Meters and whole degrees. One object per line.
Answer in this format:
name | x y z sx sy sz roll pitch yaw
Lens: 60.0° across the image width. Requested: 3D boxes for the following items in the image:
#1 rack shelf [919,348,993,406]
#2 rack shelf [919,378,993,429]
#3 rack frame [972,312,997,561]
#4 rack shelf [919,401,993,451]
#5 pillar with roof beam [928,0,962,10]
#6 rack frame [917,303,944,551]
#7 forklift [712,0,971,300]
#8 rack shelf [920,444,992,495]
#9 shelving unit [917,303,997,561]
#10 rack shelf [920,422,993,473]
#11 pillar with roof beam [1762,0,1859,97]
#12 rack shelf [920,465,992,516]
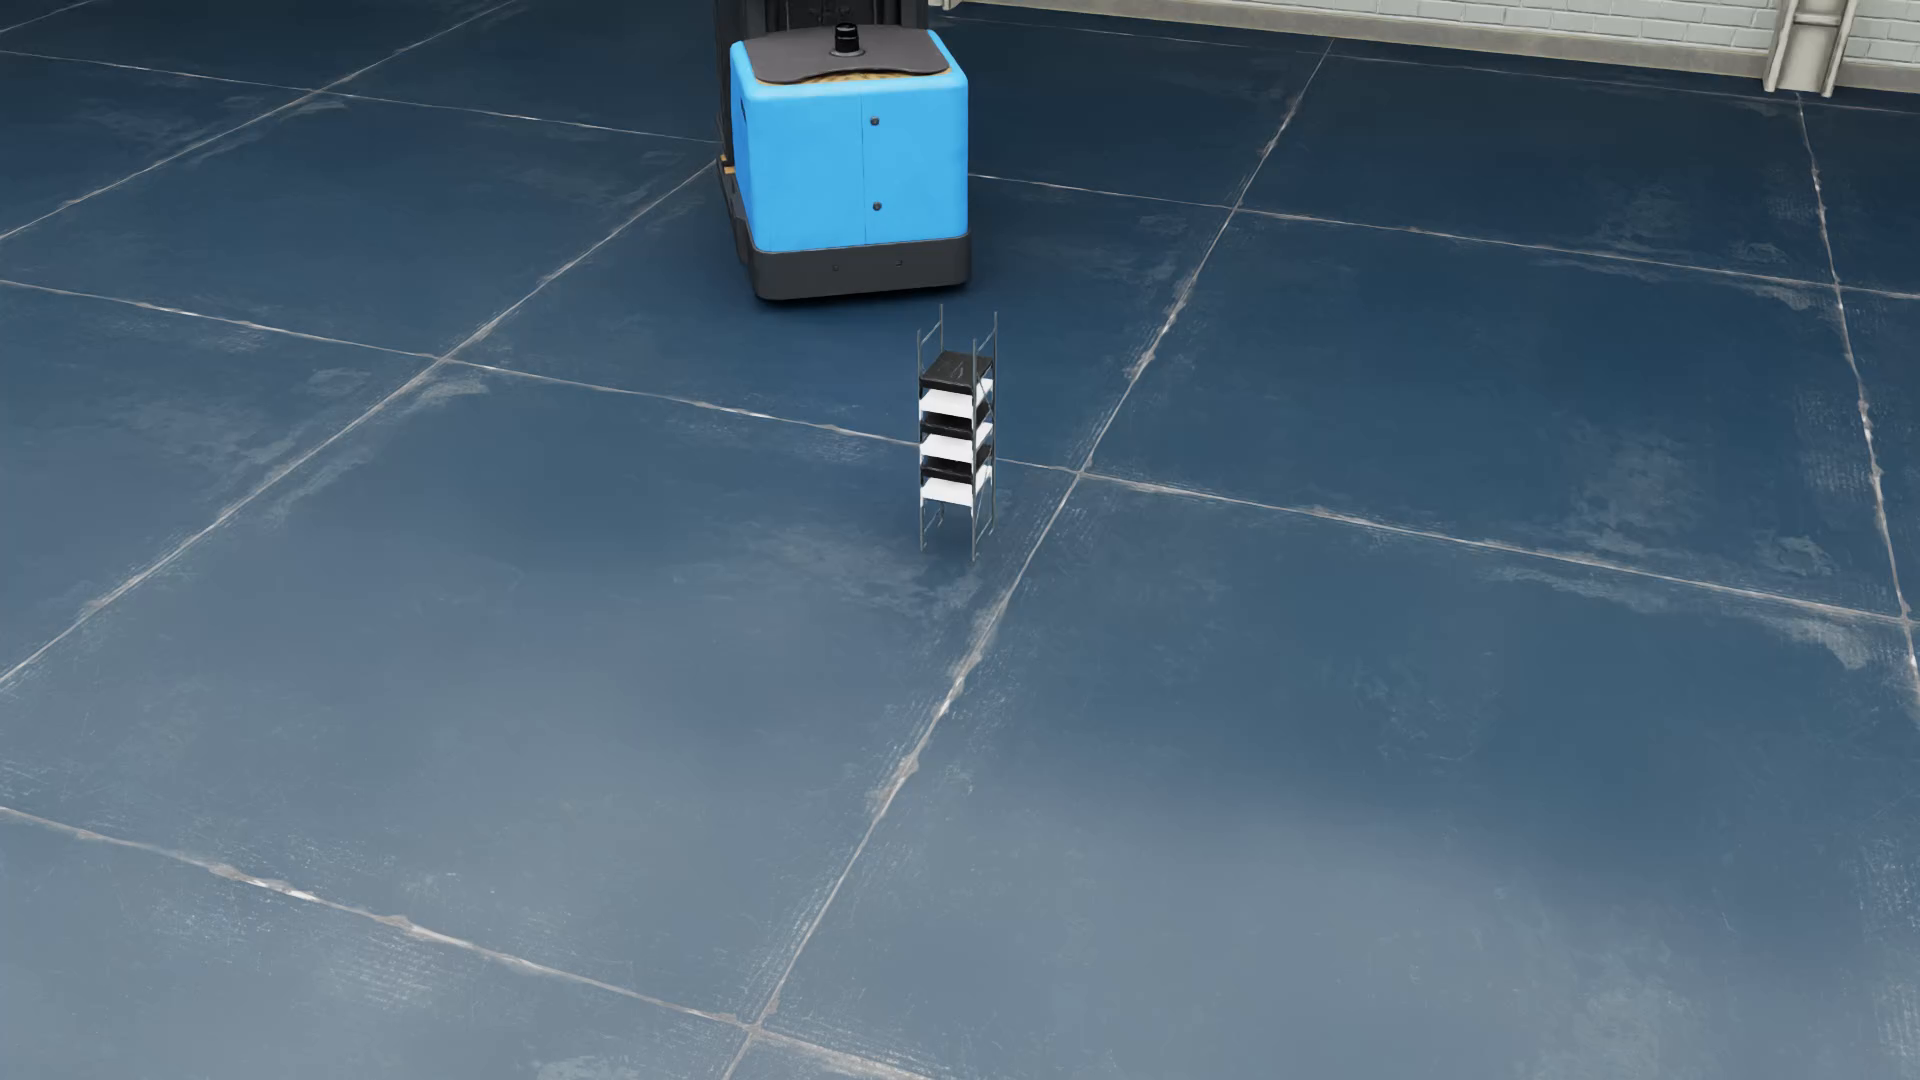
rack shelf | -0.008 -0.578 5.880 0.200 0.077 0.258 11 34 16
rack shelf | -0.008 -0.503 5.929 0.200 0.077 0.258 11 34 16
rack frame | 0.088 -0.361 5.979 0.006 0.900 0.240 11 34 16
rack shelf | -0.008 -0.427 5.977 0.200 0.077 0.258 11 34 16
pillar with roof beam | -1.664 -5.625 6.665 0.400 9.000 9.100 11 34 16
rack frame | -0.103 -0.398 6.037 0.006 0.900 0.240 11 34 16
forklift | -0.755 -3.158 8.438 1.130 2.935 3.031 -7 33 -10
rack shelf | -0.008 -0.276 6.075 0.200 0.077 0.258 11 34 16
shelving unit | -0.008 -0.380 6.008 0.210 0.900 0.258 11 34 16
rack shelf | -0.008 -0.352 6.026 0.200 0.077 0.258 11 34 16
pillar with roof beam | 3.984 -4.527 4.965 0.400 9.000 9.100 11 34 16
rack shelf | -0.008 -0.200 6.124 0.200 0.077 0.258 11 34 16
